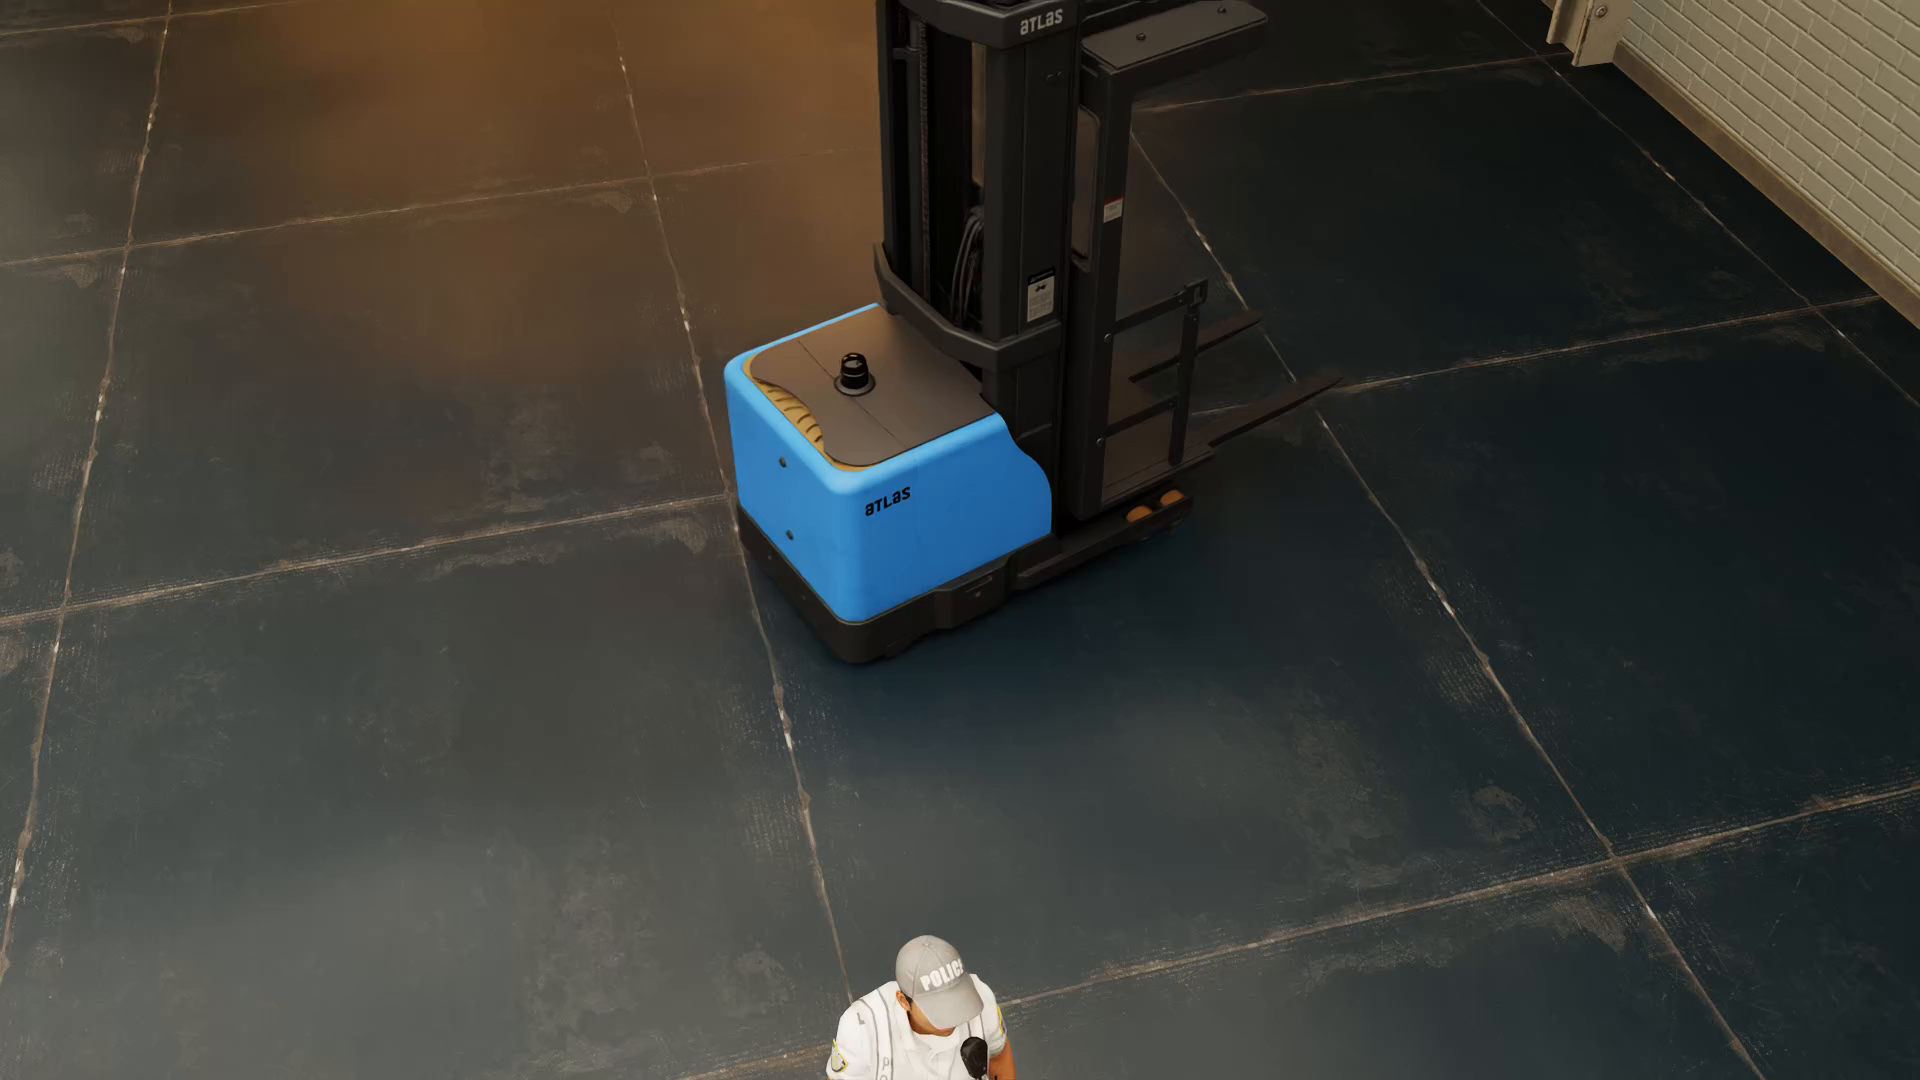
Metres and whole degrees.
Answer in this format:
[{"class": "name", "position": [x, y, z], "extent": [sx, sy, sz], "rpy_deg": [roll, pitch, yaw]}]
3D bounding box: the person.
[{"class": "person", "position": [-0.090, 1.747, 4.707], "extent": [0.598, 1.670, 0.529], "rpy_deg": [-14, 45, -14]}]

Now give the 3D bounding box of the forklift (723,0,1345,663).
[{"class": "forklift", "position": [0.490, -1.337, 7.060], "extent": [3.031, 2.935, 1.130], "rpy_deg": [-25, 49, -24]}]
